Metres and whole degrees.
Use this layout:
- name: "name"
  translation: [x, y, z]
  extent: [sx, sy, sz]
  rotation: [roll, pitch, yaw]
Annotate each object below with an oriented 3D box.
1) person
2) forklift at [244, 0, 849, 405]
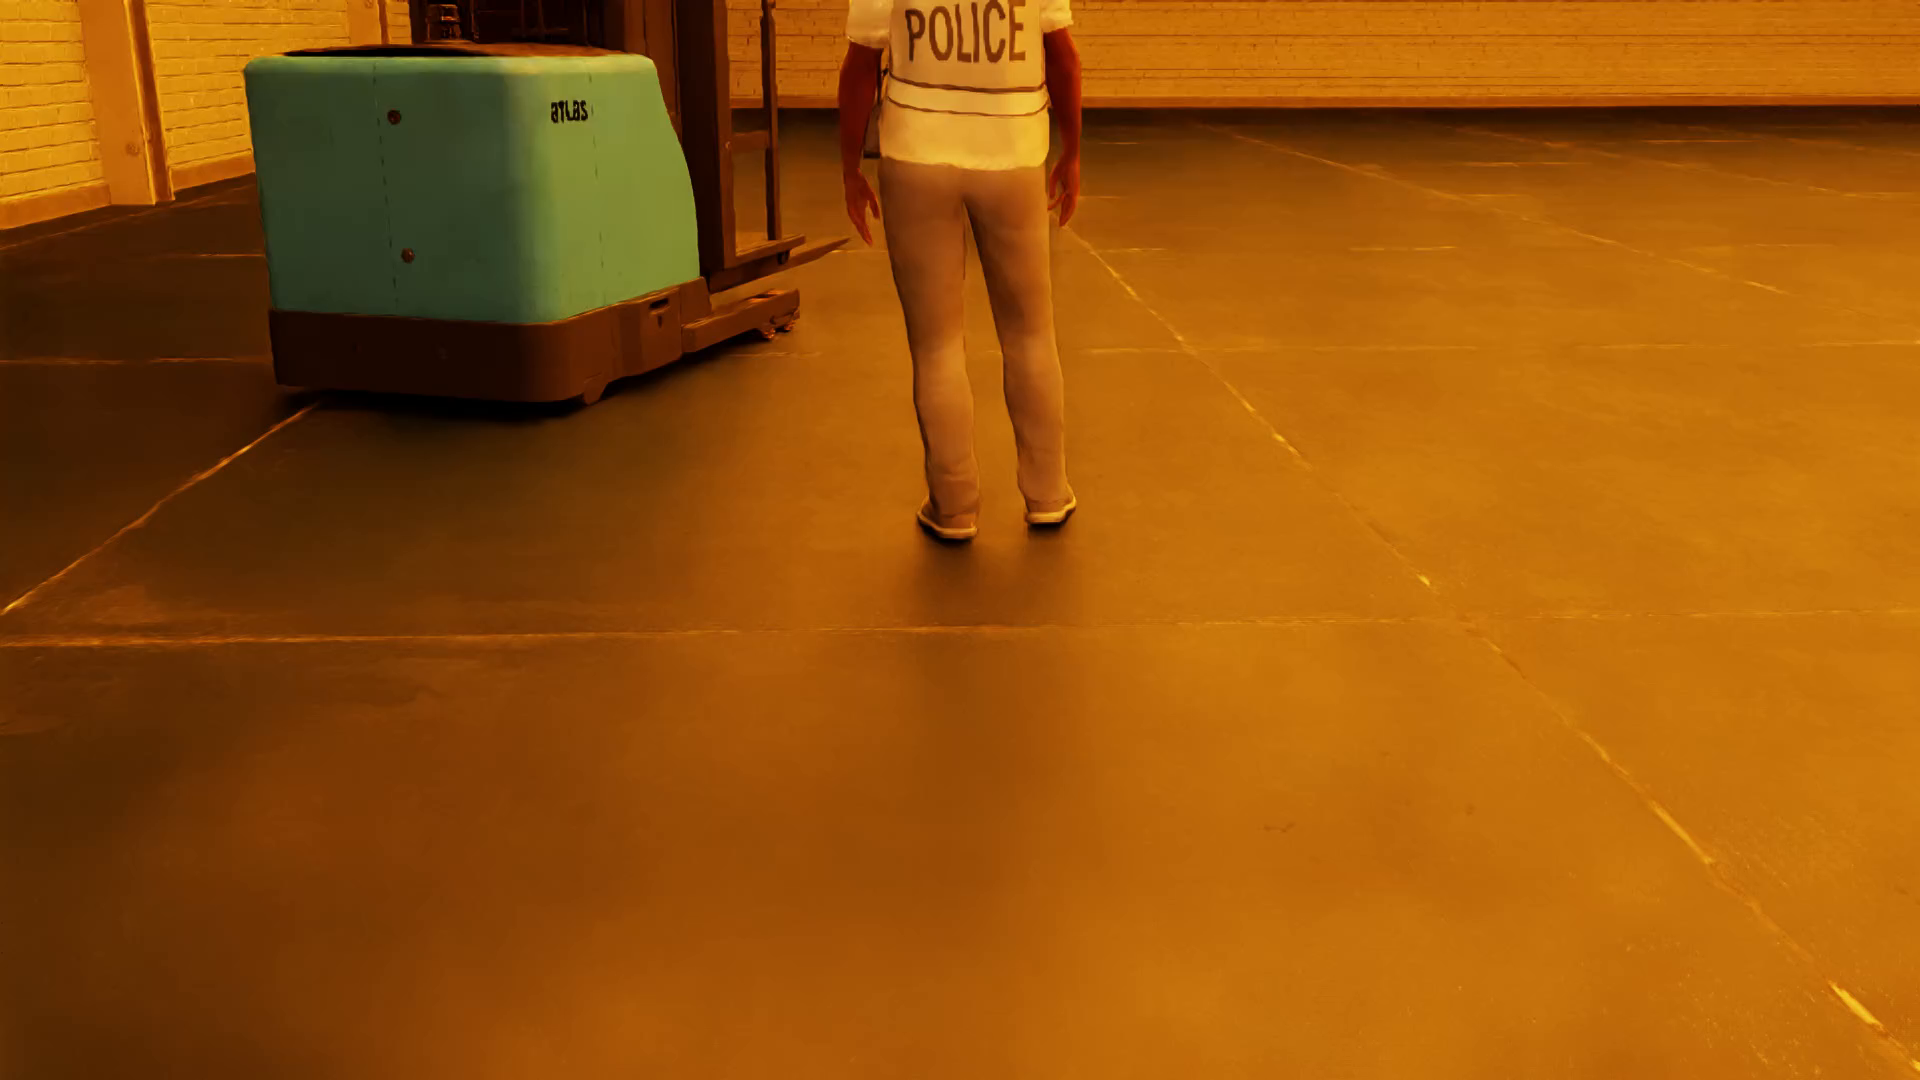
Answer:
- name: "person"
  translation: [0.016, -0.840, 3.740]
  extent: [0.570, 1.695, 0.529]
  rotation: [-1, 17, -3]
- name: "forklift"
  translation: [-1.280, -2.208, 6.125]
  extent: [1.130, 2.935, 3.031]
  rotation: [5, 18, 16]
